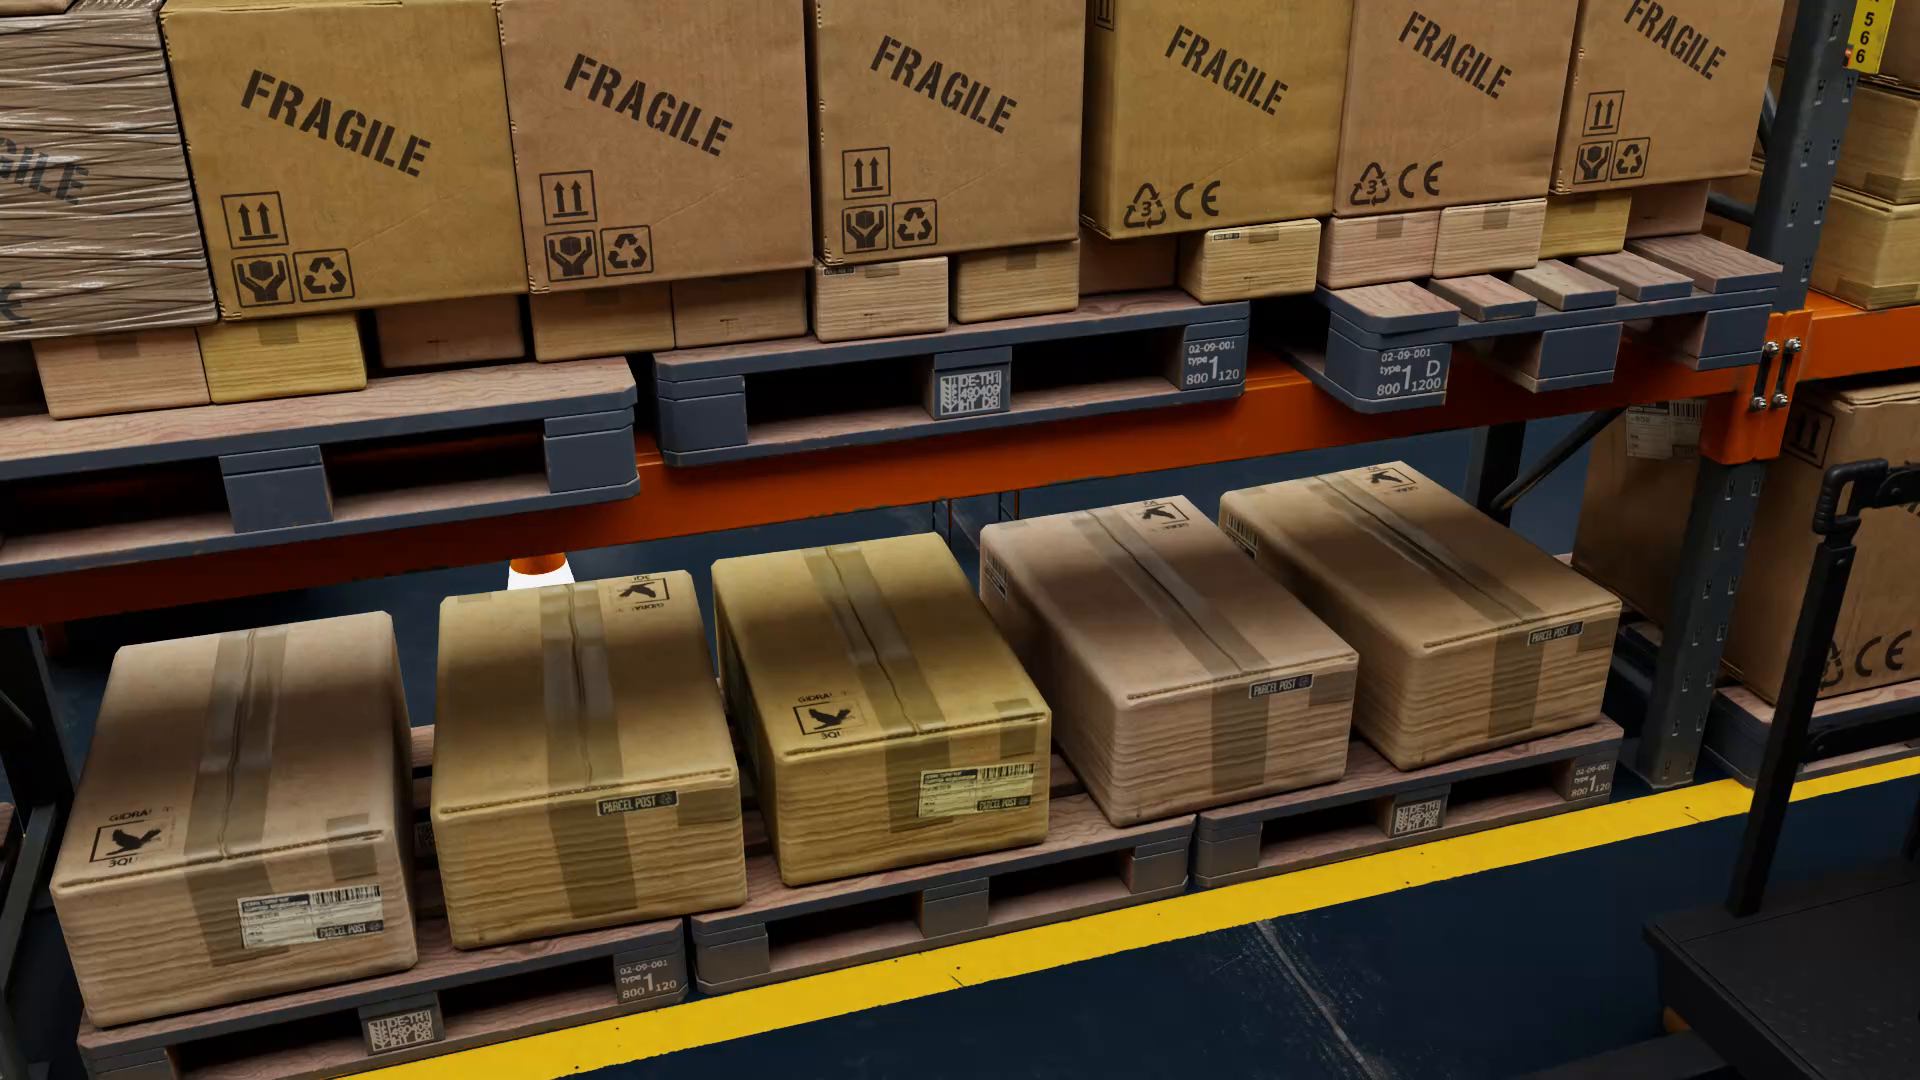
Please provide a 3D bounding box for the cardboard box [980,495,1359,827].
[{"bbox_3d":[0.500,0.275,4.306,0.625,0.372,0.950,-9,28,-17],"label":"cardboard box"}]

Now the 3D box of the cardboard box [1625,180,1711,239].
[{"bbox_3d":[1.501,-0.824,3.846,0.250,0.149,0.380,-7,27,-14],"label":"cardboard box"}]

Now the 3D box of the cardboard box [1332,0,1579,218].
[{"bbox_3d":[0.905,-1.003,3.477,0.500,0.500,0.500,-9,28,-17],"label":"cardboard box"}]

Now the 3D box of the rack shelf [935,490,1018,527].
[{"bbox_3d":[0.051,-0.219,5.660,0.240,0.259,0.215,-8,28,-16],"label":"rack shelf"}]

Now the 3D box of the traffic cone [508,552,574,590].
[{"bbox_3d":[-1.318,0.032,5.166,0.334,0.463,0.336,-8,28,-16],"label":"traffic cone"}]

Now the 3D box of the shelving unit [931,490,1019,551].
[{"bbox_3d":[0.051,-0.478,5.531,0.252,1.050,0.215,-8,28,-16],"label":"shelving unit"}]

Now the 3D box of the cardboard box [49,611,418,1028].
[{"bbox_3d":[-1.566,0.574,3.704,0.625,0.372,0.950,-8,27,-15],"label":"cardboard box"}]

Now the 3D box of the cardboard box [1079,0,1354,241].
[{"bbox_3d":[0.426,-0.933,3.336,0.500,0.500,0.500,-10,28,-20],"label":"cardboard box"}]

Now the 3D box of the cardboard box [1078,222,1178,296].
[{"bbox_3d":[0.265,-0.646,3.488,0.250,0.149,0.380,-8,28,-16],"label":"cardboard box"}]

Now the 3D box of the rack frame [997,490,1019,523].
[{"bbox_3d":[0.167,-0.494,5.565,0.008,1.050,0.200,-8,28,-16],"label":"rack frame"}]

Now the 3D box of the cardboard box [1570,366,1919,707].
[{"bbox_3d":[2.422,-0.189,4.675,0.875,0.875,0.875,-8,28,-17],"label":"cardboard box"}]

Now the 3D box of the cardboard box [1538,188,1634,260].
[{"bbox_3d":[1.268,-0.756,3.710,0.250,0.149,0.380,-8,27,-15],"label":"cardboard box"}]

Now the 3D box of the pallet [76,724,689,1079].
[{"bbox_3d":[-1.324,0.799,3.902,1.213,0.211,1.003,-8,28,-16],"label":"pallet"}]

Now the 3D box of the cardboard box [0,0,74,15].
[{"bbox_3d":[-1.507,-0.914,2.568,0.250,0.149,0.380,-8,28,-16],"label":"cardboard box"}]

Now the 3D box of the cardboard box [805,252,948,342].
[{"bbox_3d":[-0.193,-0.528,3.250,0.250,0.149,0.380,-7,27,-14],"label":"cardboard box"}]

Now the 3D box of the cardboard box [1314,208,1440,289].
[{"bbox_3d":[0.801,-0.671,3.539,0.250,0.149,0.380,-10,28,-19],"label":"cardboard box"}]

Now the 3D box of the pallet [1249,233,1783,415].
[{"bbox_3d":[1.095,-0.664,3.929,1.003,0.211,1.213,-8,28,-16],"label":"pallet"}]

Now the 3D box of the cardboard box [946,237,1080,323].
[{"bbox_3d":[0.052,-0.577,3.349,0.250,0.149,0.380,-9,28,-18],"label":"cardboard box"}]

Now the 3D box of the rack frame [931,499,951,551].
[{"bbox_3d":[-0.065,-0.461,5.498,0.008,1.050,0.200,-8,28,-16],"label":"rack frame"}]

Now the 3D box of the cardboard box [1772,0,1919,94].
[{"bbox_3d":[2.284,-1.350,3.859,0.500,0.500,0.500,-9,28,-18],"label":"cardboard box"}]

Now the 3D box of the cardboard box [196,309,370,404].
[{"bbox_3d":[-1.200,-0.391,2.974,0.250,0.149,0.380,-8,27,-15],"label":"cardboard box"}]

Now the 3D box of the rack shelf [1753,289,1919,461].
[{"bbox_3d":[3.641,-0.846,4.889,4.000,0.370,1.077,-8,28,-16],"label":"rack shelf"}]

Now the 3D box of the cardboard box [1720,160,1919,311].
[{"bbox_3d":[2.283,-0.786,4.130,0.500,0.250,0.500,-9,28,-17],"label":"cardboard box"}]

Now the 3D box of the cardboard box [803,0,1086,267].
[{"bbox_3d":[-0.094,-0.858,3.186,0.500,0.500,0.500,-9,28,-18],"label":"cardboard box"}]

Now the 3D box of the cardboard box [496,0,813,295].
[{"bbox_3d":[-0.579,-0.783,3.034,0.500,0.500,0.500,-8,28,-16],"label":"cardboard box"}]

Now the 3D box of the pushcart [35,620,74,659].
[{"bbox_3d":[-2.817,-0.124,5.576,0.936,0.377,1.648,-19,32,-33],"label":"pushcart"}]

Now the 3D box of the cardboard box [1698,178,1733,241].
[{"bbox_3d":[2.140,-1.005,4.569,0.500,0.250,0.500,-9,28,-18],"label":"cardboard box"}]

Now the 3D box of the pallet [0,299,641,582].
[{"bbox_3d":[-1.292,-0.300,3.196,1.213,0.211,1.003,-8,28,-16],"label":"pallet"}]

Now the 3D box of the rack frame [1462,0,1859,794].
[{"bbox_3d":[1.740,-0.893,4.175,0.127,3.000,1.000,-8,28,-16],"label":"rack frame"}]

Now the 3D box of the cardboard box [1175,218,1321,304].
[{"bbox_3d":[0.543,-0.627,3.451,0.250,0.149,0.380,-8,27,-15],"label":"cardboard box"}]

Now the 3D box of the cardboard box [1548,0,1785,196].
[{"bbox_3d":[1.393,-1.079,3.630,0.500,0.500,0.500,-9,28,-18],"label":"cardboard box"}]

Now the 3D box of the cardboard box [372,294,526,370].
[{"bbox_3d":[-0.954,-0.462,3.117,0.250,0.149,0.380,-6,27,-13],"label":"cardboard box"}]

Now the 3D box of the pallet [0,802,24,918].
[{"bbox_3d":[-2.691,1.015,3.469,1.213,0.211,1.003,-8,28,-16],"label":"pallet"}]

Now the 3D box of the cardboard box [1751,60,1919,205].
[{"bbox_3d":[2.298,-1.015,4.027,0.500,0.250,0.500,-8,28,-16],"label":"cardboard box"}]

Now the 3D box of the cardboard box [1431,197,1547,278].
[{"bbox_3d":[1.043,-0.702,3.602,0.250,0.149,0.380,-8,28,-17],"label":"cardboard box"}]

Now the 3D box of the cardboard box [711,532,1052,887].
[{"bbox_3d":[-0.223,0.377,4.100,0.625,0.372,0.950,-7,27,-14],"label":"cardboard box"}]

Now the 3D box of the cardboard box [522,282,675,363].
[{"bbox_3d":[-0.697,-0.480,3.153,0.250,0.149,0.380,-8,27,-15],"label":"cardboard box"}]

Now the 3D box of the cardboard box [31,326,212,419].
[{"bbox_3d":[-1.440,-0.360,2.912,0.250,0.149,0.380,-8,27,-15],"label":"cardboard box"}]

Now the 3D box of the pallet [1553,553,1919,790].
[{"bbox_3d":[2.513,0.280,4.949,1.213,0.211,1.003,-8,28,-16],"label":"pallet"}]

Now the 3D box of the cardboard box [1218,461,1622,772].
[{"bbox_3d":[1.199,0.170,4.517,0.625,0.372,0.950,-10,28,-20],"label":"cardboard box"}]

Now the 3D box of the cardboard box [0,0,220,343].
[{"bbox_3d":[-1.529,-0.651,2.769,0.500,0.500,0.500,-8,27,-15],"label":"cardboard box"}]

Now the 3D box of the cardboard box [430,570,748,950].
[{"bbox_3d":[-0.883,0.473,3.906,0.625,0.372,0.950,-7,27,-13],"label":"cardboard box"}]

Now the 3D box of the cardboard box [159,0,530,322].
[{"bbox_3d":[-1.053,-0.720,2.909,0.500,0.500,0.500,-8,28,-16],"label":"cardboard box"}]

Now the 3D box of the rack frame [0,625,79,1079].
[{"bbox_3d":[-2.064,-0.342,3.065,0.127,3.000,1.000,-8,28,-16],"label":"rack frame"}]

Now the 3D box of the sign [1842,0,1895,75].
[{"bbox_3d":[1.917,-1.148,3.475,0.005,0.325,0.100,-8,28,-16],"label":"sign"}]

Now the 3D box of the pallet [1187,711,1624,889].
[{"bbox_3d":[0.996,0.463,4.579,1.213,0.211,1.003,-8,28,-16],"label":"pallet"}]

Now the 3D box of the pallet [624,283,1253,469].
[{"bbox_3d":[-0.130,-0.517,3.633,1.213,0.211,1.003,-8,28,-16],"label":"pallet"}]

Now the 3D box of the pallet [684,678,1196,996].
[{"bbox_3d":[-0.162,0.630,4.244,1.213,0.211,1.003,-8,28,-16],"label":"pallet"}]

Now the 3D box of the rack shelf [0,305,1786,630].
[{"bbox_3d":[-0.162,-0.295,3.780,4.000,0.370,1.077,-8,28,-16],"label":"rack shelf"}]

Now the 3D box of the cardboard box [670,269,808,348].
[{"bbox_3d":[-0.461,-0.513,3.220,0.250,0.149,0.380,-8,28,-16],"label":"cardboard box"}]
